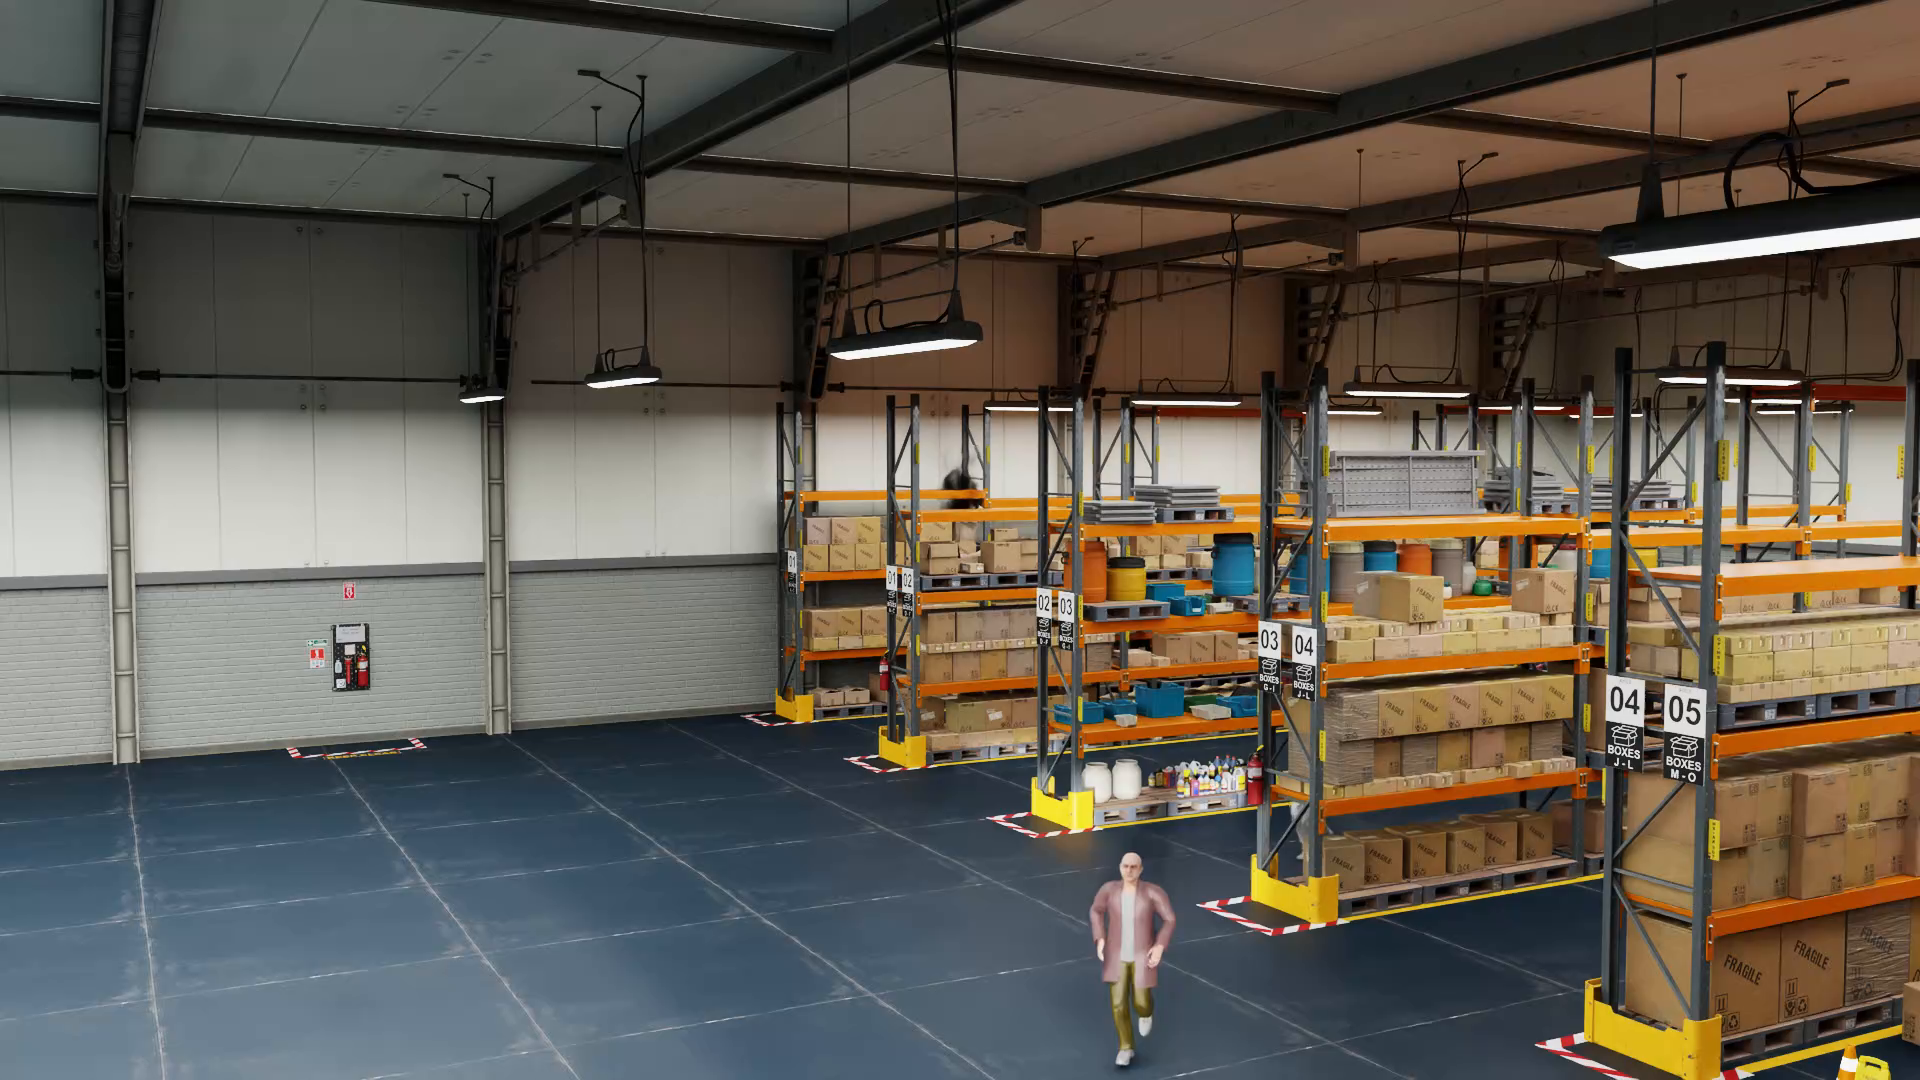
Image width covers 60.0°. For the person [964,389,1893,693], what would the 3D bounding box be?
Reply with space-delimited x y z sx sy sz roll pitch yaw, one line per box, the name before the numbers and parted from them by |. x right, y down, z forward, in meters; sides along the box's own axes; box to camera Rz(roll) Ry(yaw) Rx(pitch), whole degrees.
person | 7.103 0.642 26.628 7.456 5.778 14.118 -3 4 -40

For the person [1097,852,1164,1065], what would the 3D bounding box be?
person | 1.453 3.499 14.076 0.711 1.724 0.774 1 3 15

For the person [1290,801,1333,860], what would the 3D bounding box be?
person | 4.368 3.118 20.771 0.590 1.736 0.665 -2 4 -34
